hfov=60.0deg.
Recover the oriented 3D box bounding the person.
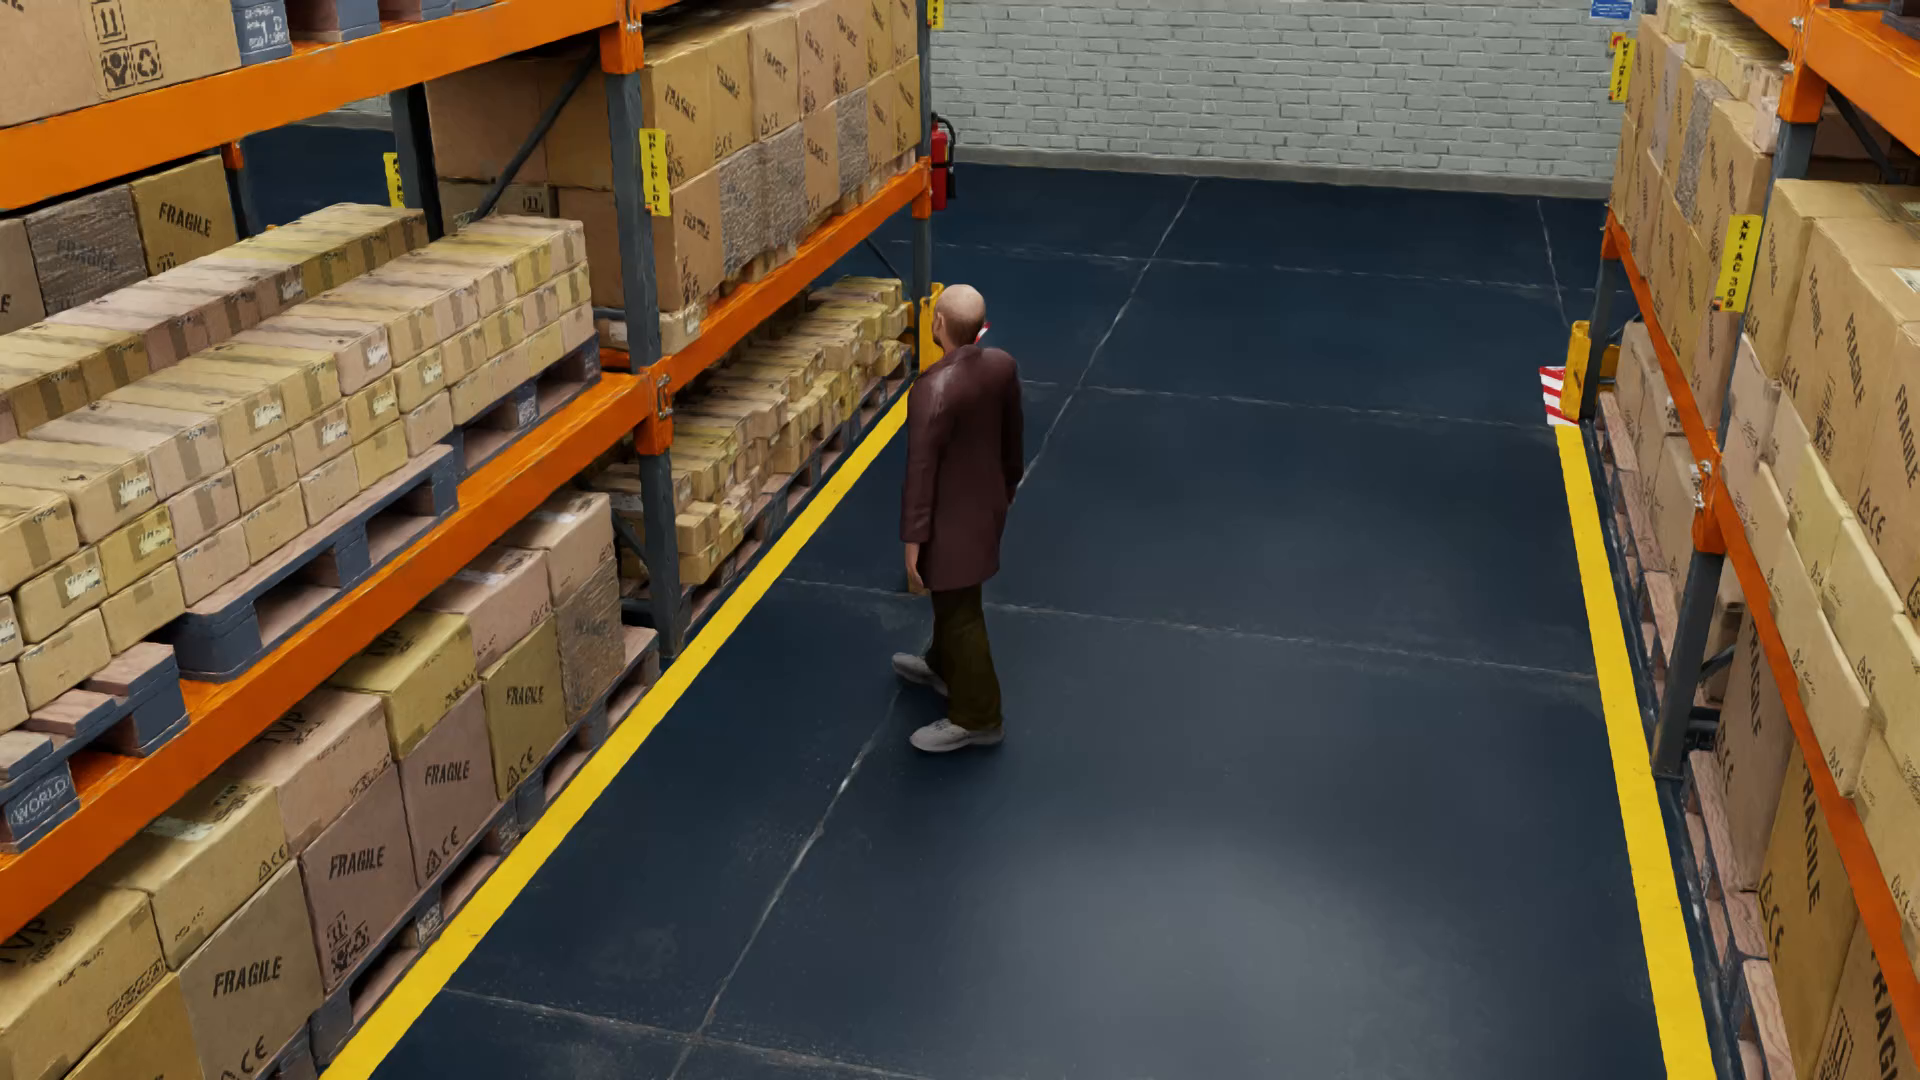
[{"bbox_3d":[-0.058,-0.128,6.344,0.678,1.774,0.774,15,29,28],"label":"person"}]
